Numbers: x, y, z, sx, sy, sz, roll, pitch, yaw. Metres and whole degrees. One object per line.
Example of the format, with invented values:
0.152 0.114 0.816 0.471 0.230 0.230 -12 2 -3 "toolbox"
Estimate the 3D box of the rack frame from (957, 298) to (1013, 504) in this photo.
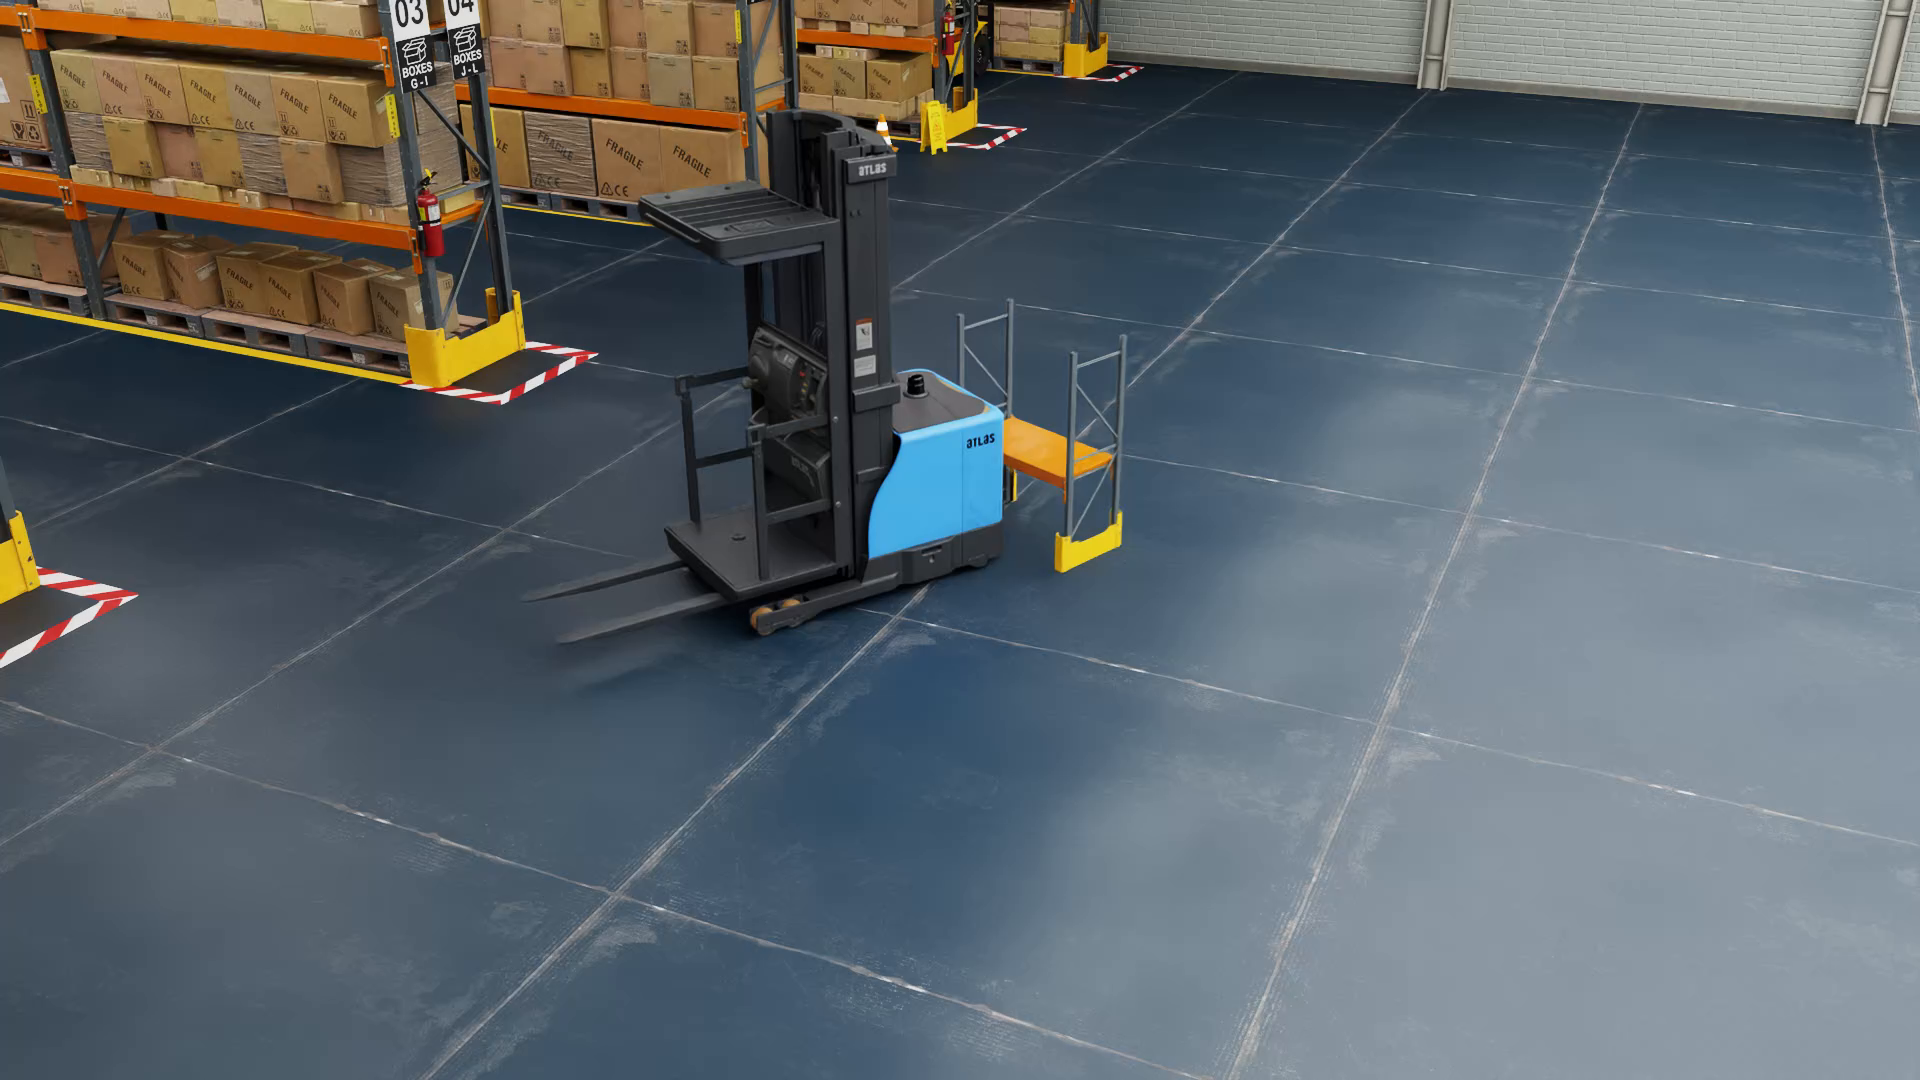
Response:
0.169 -0.881 11.411 0.500 1.500 0.032 -23 34 -38 "rack frame"

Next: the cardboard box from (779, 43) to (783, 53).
-2.484 -6.753 22.694 0.250 0.149 0.380 13 29 25 "cardboard box"

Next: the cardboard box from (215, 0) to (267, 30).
-5.637 -4.311 13.454 0.500 0.250 0.500 12 29 23 "cardboard box"

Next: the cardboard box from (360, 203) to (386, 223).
-4.746 -2.762 13.817 0.250 0.149 0.380 11 28 22 "cardboard box"

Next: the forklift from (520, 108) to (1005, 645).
-1.223 -1.001 10.035 3.031 2.935 1.130 -16 30 -29 "forklift"

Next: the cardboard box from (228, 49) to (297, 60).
-5.927 -3.970 14.406 0.500 0.500 0.500 11 28 22 "cardboard box"

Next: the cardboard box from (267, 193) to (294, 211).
-5.663 -2.938 14.175 0.250 0.149 0.380 11 28 22 "cardboard box"

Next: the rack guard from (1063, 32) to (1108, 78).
2.001 -7.715 26.423 0.348 0.500 1.175 11 28 22 "rack guard"

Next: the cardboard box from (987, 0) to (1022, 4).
0.713 -8.593 26.884 0.500 0.250 0.500 11 28 21 "cardboard box"

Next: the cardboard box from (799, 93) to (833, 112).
-1.866 -6.030 22.808 0.500 0.250 0.500 10 28 20 "cardboard box"

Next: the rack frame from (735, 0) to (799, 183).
-2.029 -4.835 17.744 0.127 3.000 1.000 11 28 22 "rack frame"

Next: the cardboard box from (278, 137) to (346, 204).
-5.168 -3.192 13.958 0.500 0.500 0.875 11 28 22 "cardboard box"

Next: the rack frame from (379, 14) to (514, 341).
-4.174 -2.859 13.731 0.127 3.000 1.000 11 28 22 "rack frame"

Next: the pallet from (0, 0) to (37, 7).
-8.333 -5.008 14.912 1.003 0.211 1.213 11 28 22 "pallet"

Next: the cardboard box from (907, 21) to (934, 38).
-0.501 -6.714 21.844 0.250 0.149 0.380 12 29 24 "cardboard box"

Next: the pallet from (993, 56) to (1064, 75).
1.266 -7.712 26.745 1.213 0.211 1.003 11 28 22 "pallet"

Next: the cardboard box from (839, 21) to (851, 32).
-1.424 -6.909 22.241 0.250 0.149 0.380 12 29 23 "cardboard box"

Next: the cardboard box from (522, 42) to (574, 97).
-4.376 -5.334 18.587 0.550 0.550 0.875 11 28 22 "cardboard box"

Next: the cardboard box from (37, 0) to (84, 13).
-7.511 -4.684 14.211 0.500 0.250 0.500 10 28 20 "cardboard box"

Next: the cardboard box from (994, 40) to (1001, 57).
0.521 -7.944 26.696 0.500 0.250 0.500 12 29 22 "cardboard box"

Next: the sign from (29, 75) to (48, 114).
-8.042 -3.886 14.506 0.005 0.325 0.100 11 28 22 "sign"

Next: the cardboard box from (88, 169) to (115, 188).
-7.522 -3.267 14.843 0.250 0.149 0.380 11 28 22 "cardboard box"

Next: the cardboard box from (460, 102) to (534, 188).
-5.126 -4.658 19.316 0.875 0.875 0.875 12 29 23 "cardboard box"

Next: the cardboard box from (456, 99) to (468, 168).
-6.272 -4.823 19.791 0.750 0.750 1.050 11 28 22 "cardboard box"

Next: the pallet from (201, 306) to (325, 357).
-6.075 -2.008 15.160 1.213 0.211 1.003 11 28 22 "pallet"

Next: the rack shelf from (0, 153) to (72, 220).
-9.636 -3.633 16.118 4.000 0.370 1.077 11 28 22 "rack shelf"

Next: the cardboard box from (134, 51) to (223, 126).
-6.600 -3.850 14.163 0.500 0.500 0.500 11 28 22 "cardboard box"

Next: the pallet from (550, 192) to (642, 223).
-3.896 -3.922 19.048 1.213 0.211 1.003 11 28 22 "pallet"

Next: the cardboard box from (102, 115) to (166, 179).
-6.991 -3.556 14.697 0.500 0.500 0.875 11 28 22 "cardboard box"

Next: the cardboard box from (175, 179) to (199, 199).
-6.596 -3.099 14.502 0.250 0.149 0.380 11 28 22 "cardboard box"

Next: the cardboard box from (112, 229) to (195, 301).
-7.468 -2.568 15.495 0.500 0.500 0.500 10 28 20 "cardboard box"

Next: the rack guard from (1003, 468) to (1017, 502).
0.170 -0.320 11.686 0.587 0.250 0.087 -23 34 -38 "rack guard"

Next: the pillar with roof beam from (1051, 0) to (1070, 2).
-0.063 -10.291 22.033 0.400 9.000 9.100 11 28 22 "pillar with roof beam"

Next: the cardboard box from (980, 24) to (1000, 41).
0.476 -8.165 26.579 0.500 0.250 0.500 11 28 21 "cardboard box"

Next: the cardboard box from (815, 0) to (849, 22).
-1.588 -7.197 22.092 0.500 0.500 0.500 11 28 22 "cardboard box"

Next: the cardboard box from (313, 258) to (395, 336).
-5.294 -2.143 14.630 0.500 0.500 0.500 20 33 35 "cardboard box"

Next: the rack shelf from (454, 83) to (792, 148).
-3.849 -4.878 18.646 4.000 0.370 1.077 11 28 22 "rack shelf"

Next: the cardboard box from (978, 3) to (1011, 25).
0.501 -8.382 26.454 0.500 0.250 0.500 12 29 22 "cardboard box"

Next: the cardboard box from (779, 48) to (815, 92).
-2.324 -6.461 22.836 0.500 0.500 0.500 13 29 24 "cardboard box"

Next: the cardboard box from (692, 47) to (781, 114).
-2.385 -4.952 17.812 0.550 0.550 0.875 11 28 22 "cardboard box"

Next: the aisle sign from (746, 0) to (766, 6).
-2.088 -5.868 16.899 0.004 0.787 0.394 11 28 22 "aisle sign"

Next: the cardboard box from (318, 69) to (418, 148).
-4.777 -3.487 13.425 0.500 0.500 0.500 11 28 22 "cardboard box"

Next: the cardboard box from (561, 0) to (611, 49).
-3.879 -5.735 18.181 0.500 0.550 0.875 11 28 22 "cardboard box"

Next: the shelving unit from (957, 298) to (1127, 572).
0.513 -0.721 11.086 0.587 1.500 1.083 -23 34 -38 "shelving unit"

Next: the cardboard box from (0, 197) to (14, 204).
-9.809 -3.086 16.524 0.500 0.500 0.700 14 29 26 "cardboard box"
